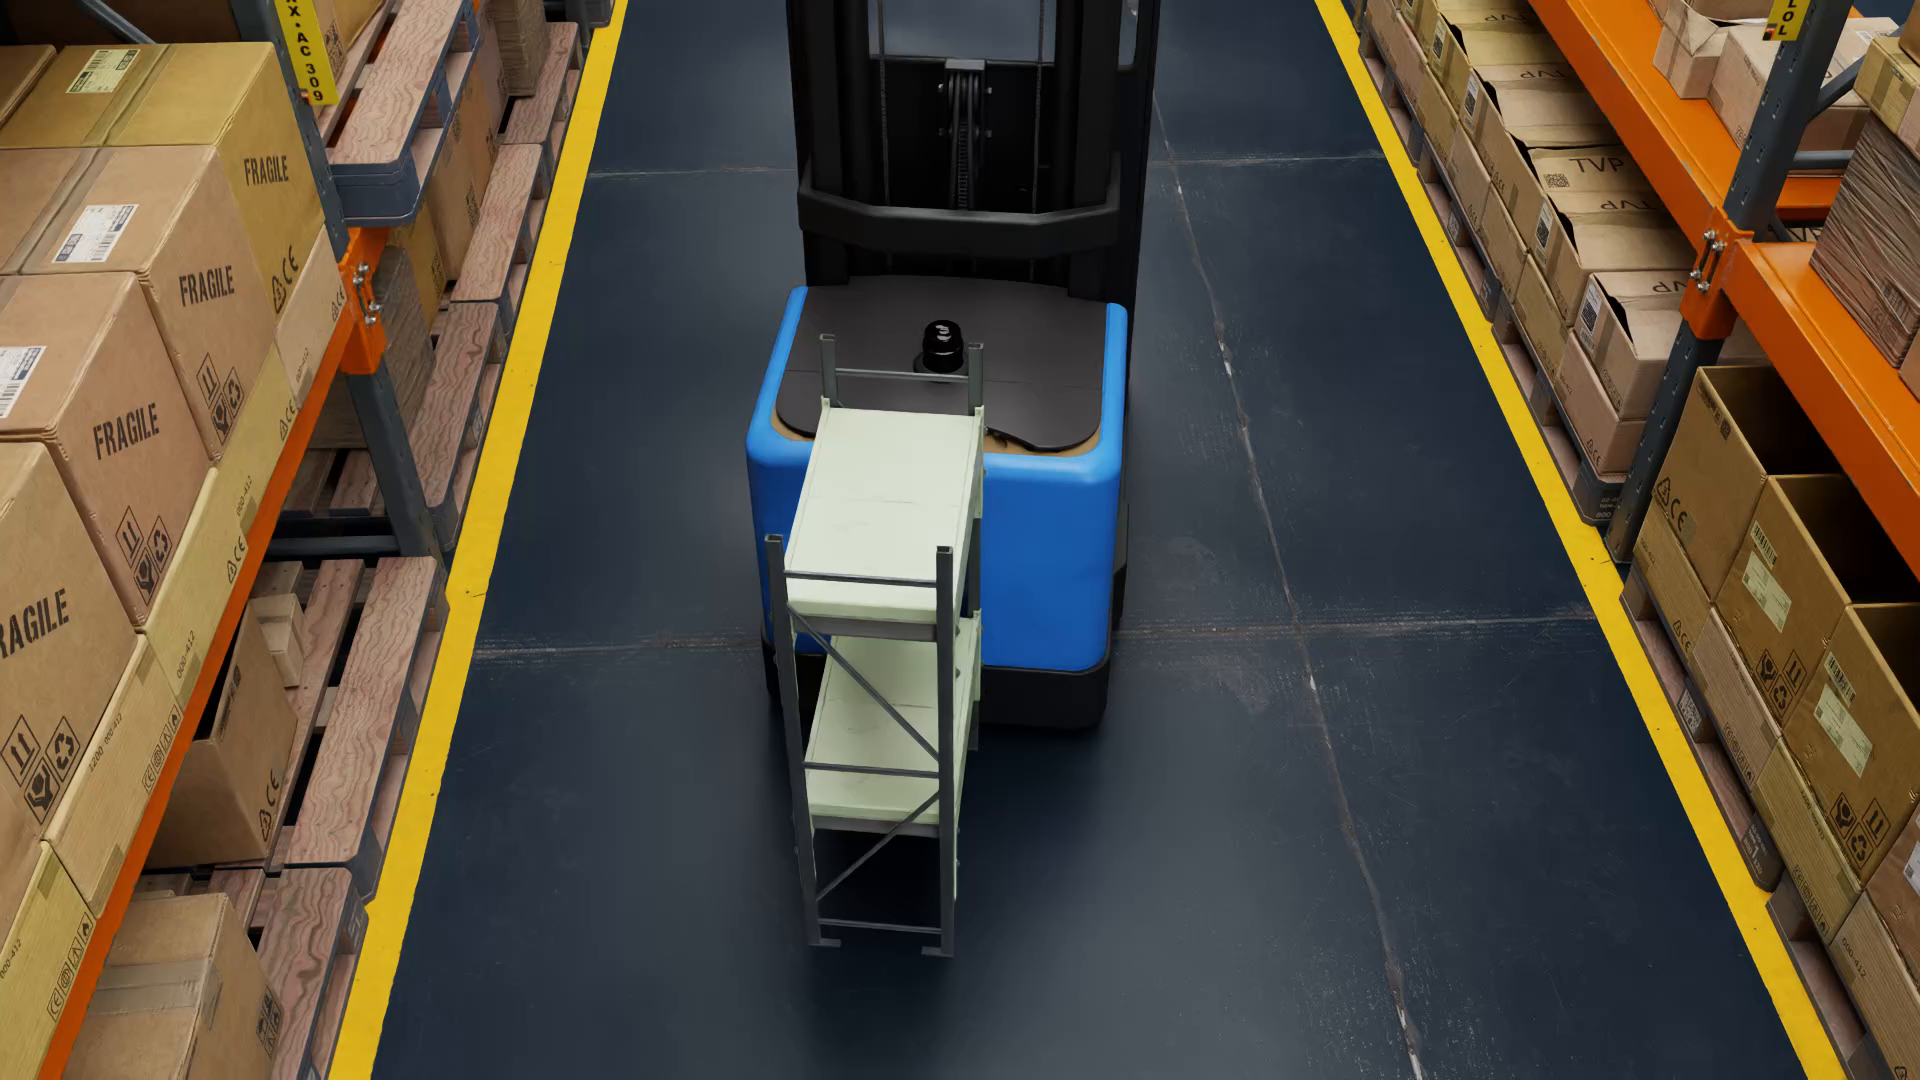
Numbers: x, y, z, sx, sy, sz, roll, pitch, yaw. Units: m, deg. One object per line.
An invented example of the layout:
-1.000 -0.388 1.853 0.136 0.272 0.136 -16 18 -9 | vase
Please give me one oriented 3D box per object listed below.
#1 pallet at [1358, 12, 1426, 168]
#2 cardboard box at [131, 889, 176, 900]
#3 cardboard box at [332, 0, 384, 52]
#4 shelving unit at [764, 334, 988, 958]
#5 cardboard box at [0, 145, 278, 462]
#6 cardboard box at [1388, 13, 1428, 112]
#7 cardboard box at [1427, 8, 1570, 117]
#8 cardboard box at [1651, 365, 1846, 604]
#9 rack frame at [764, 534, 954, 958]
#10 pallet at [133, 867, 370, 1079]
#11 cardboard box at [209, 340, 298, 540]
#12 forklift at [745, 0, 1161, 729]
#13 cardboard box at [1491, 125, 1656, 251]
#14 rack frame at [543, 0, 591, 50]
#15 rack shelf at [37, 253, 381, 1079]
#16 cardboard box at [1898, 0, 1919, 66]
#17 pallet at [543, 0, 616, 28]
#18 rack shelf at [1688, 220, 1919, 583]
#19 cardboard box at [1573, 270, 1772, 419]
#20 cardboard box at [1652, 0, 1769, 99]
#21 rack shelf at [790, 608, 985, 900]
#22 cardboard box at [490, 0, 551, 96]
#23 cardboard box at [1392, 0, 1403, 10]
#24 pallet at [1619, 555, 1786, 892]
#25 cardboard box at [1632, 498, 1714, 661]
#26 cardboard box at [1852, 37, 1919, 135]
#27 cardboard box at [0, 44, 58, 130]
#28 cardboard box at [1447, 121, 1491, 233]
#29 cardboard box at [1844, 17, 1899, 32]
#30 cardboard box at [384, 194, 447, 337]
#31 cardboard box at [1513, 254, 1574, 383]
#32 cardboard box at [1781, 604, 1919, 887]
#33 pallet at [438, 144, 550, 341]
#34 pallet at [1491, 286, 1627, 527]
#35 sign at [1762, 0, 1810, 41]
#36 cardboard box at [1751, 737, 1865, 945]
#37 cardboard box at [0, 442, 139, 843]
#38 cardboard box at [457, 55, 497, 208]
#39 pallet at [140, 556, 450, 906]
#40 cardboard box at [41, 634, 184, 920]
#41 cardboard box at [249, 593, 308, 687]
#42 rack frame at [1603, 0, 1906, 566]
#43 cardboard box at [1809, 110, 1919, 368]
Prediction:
2.549 -2.189 7.982 1.003 0.211 1.213 -2 43 -2 | pallet
-2.179 1.040 4.180 0.380 0.149 0.250 -5 43 -5 | cardboard box
-2.231 -1.850 5.149 0.700 0.500 0.500 2 43 3 | cardboard box
-0.179 0.314 4.297 0.431 1.500 0.755 4 43 4 | shelving unit
-1.871 -0.511 3.628 0.500 0.500 0.500 -2 43 -2 | cardboard box
2.304 -2.214 7.670 0.500 0.250 0.500 -3 43 -3 | cardboard box
2.332 -2.061 7.088 0.500 0.311 0.500 -3 43 -3 | cardboard box
2.429 -0.169 4.884 0.500 0.500 0.500 -2 43 -2 | cardboard box
-0.215 0.560 4.029 0.400 1.500 0.023 4 43 4 | rack frame
-2.108 1.377 4.092 1.003 0.211 1.213 -2 43 -2 | pallet
-1.891 -0.233 3.881 0.500 0.250 0.500 -1 43 -2 | cardboard box
0.061 -1.504 5.221 1.130 2.935 3.031 4 43 4 | forklift
2.372 -1.375 6.339 0.500 0.311 0.500 -2 43 -2 | cardboard box
-2.396 -3.629 7.490 1.000 3.000 0.127 -2 43 -2 | rack frame
-2.142 0.686 3.314 1.077 0.370 4.000 -2 43 -2 | rack shelf
2.748 -1.289 3.903 0.700 0.500 0.500 -1 43 -2 | cardboard box
-2.355 -3.136 9.015 1.003 0.211 1.213 -2 43 -2 | pallet
2.807 0.542 3.472 1.077 0.370 4.000 -2 43 -2 | rack shelf
2.419 -0.687 5.589 0.500 0.311 0.500 -2 43 -2 | cardboard box
2.502 -1.612 5.389 0.396 0.266 0.258 -3 43 -3 | cardboard box
-0.179 0.555 4.518 0.431 0.370 0.720 4 43 4 | rack shelf
-2.314 -2.386 7.657 0.700 0.500 0.500 -1 43 -1 | cardboard box
2.281 -2.760 7.850 0.500 0.311 0.500 0 43 0 | cardboard box
2.714 0.492 5.057 1.003 0.211 1.213 -2 43 -2 | pallet
2.439 0.107 5.138 0.500 0.250 0.500 -2 43 -2 | cardboard box
2.540 -1.163 4.245 0.380 0.149 0.250 -2 43 -2 | cardboard box
-2.415 -0.834 3.982 0.500 0.500 0.500 -3 43 -3 | cardboard box
2.353 -1.517 6.909 0.500 0.250 0.500 -1 43 -1 | cardboard box
2.889 -1.585 5.445 0.380 0.149 0.250 -2 43 -2 | cardboard box
-2.347 -1.014 6.160 0.700 0.500 0.500 -2 43 -3 | cardboard box
2.396 -0.828 6.158 0.500 0.250 0.500 -2 43 -2 | cardboard box
2.472 0.506 4.147 0.500 0.500 0.500 -2 43 -2 | cardboard box
-2.316 -1.252 6.960 1.003 0.211 1.213 -2 43 -2 | pallet
2.652 -0.542 6.185 1.003 0.211 1.213 -2 43 -2 | pallet
2.181 -1.449 4.313 0.100 0.325 0.005 -2 43 -2 | sign
2.472 0.782 4.401 0.500 0.250 0.500 -2 43 -2 | cardboard box
-1.837 0.181 2.874 0.500 0.500 0.500 0 43 0 | cardboard box
-2.359 -1.700 6.909 0.700 0.500 0.500 -2 43 -2 | cardboard box
-2.163 0.551 4.992 1.003 0.211 1.213 -2 43 -2 | pallet
-1.831 0.445 3.141 0.500 0.250 0.500 -1 43 -1 | cardboard box
-2.174 0.314 4.959 0.380 0.166 0.250 -7 43 -7 | cardboard box
2.723 -1.074 4.702 1.000 3.000 0.127 -2 43 -2 | rack frame
2.748 -0.811 4.341 0.700 0.500 0.500 -3 43 -3 | cardboard box
